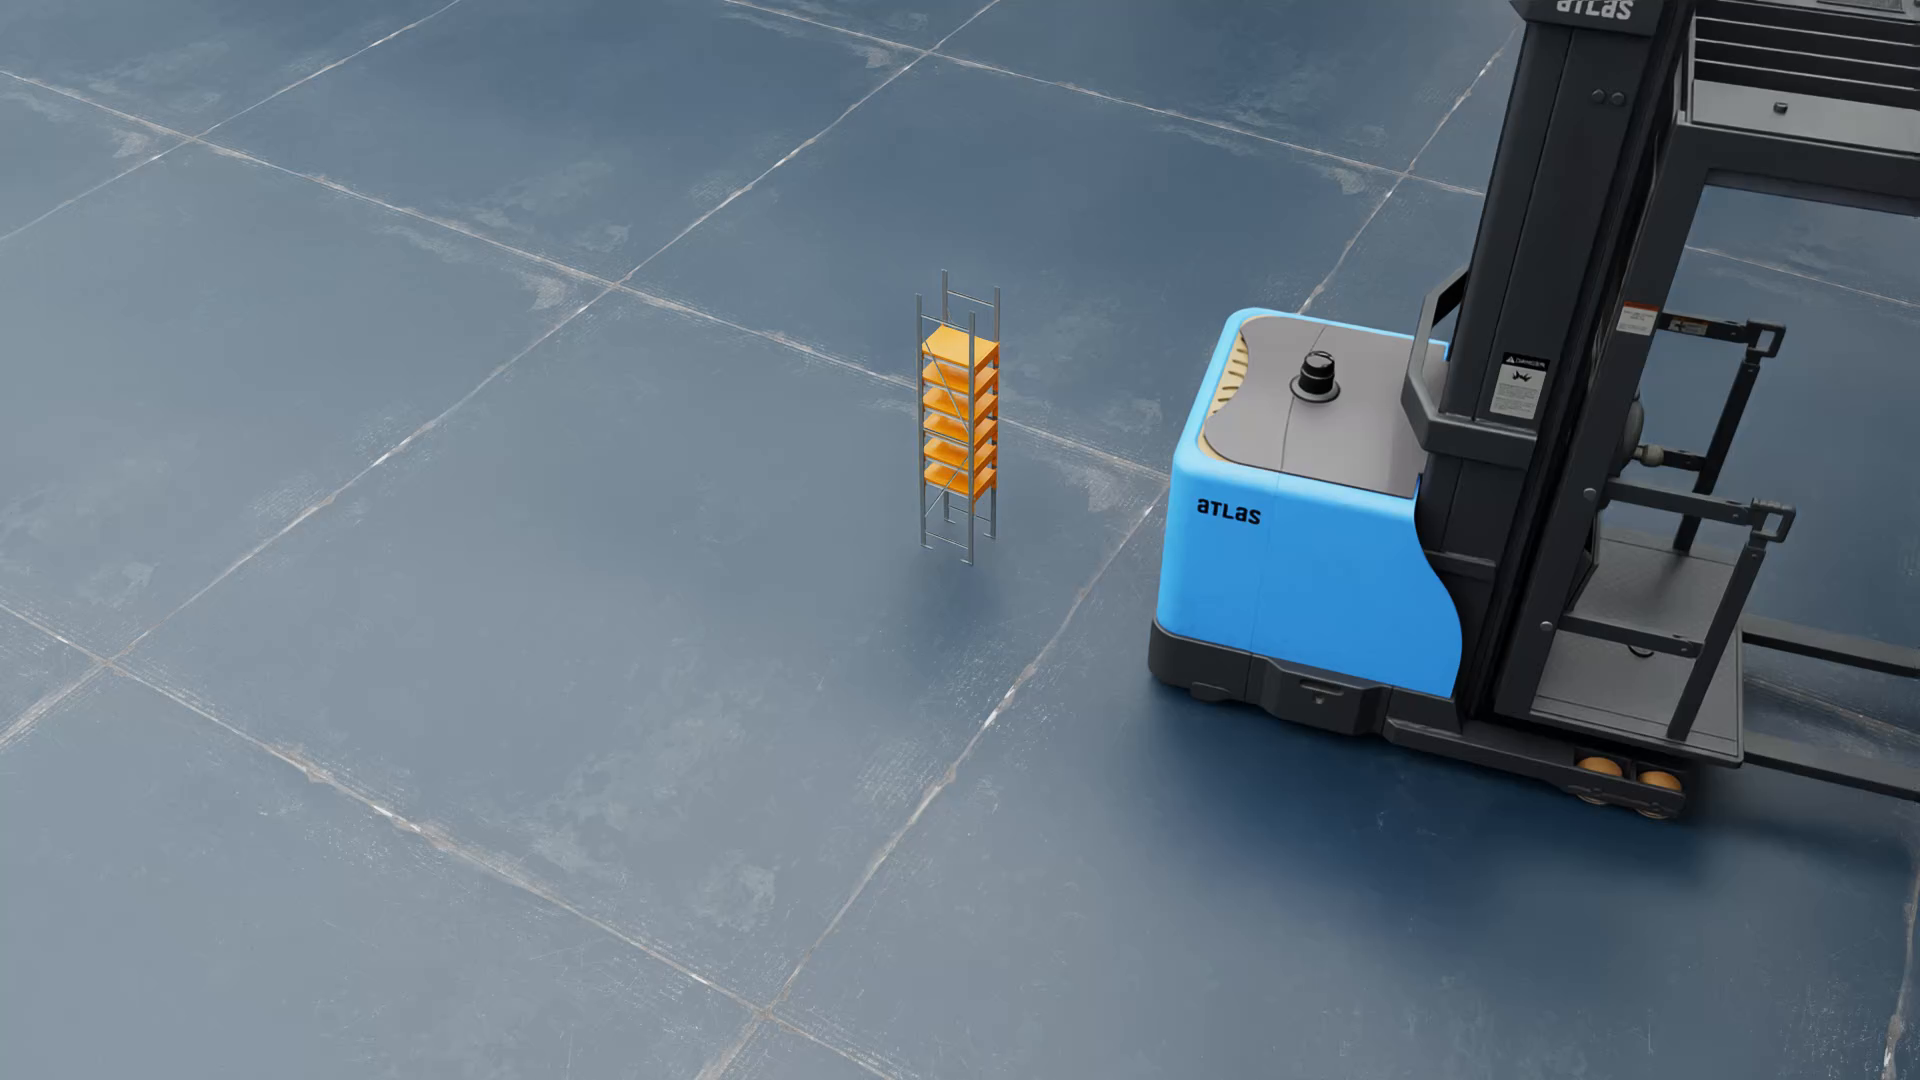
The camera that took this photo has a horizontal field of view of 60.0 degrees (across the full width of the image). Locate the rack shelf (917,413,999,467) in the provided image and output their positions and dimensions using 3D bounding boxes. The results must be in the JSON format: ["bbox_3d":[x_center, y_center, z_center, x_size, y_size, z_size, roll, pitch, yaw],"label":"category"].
[{"bbox_3d":[-0.007,-0.409,6.373,0.258,0.103,0.180,21,45,22],"label":"rack shelf"}]

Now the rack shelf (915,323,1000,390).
[{"bbox_3d":[-0.007,-0.679,6.136,0.258,0.103,0.180,21,45,22],"label":"rack shelf"}]

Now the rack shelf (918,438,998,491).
[{"bbox_3d":[-0.007,-0.319,6.453,0.258,0.103,0.180,21,45,22],"label":"rack shelf"}]

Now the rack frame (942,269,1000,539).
[{"bbox_3d":[0.039,-0.494,6.404,0.240,1.200,0.006,21,45,22],"label":"rack frame"}]

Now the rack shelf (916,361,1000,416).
[{"bbox_3d":[-0.007,-0.589,6.215,0.258,0.103,0.180,21,45,22],"label":"rack shelf"}]

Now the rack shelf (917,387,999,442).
[{"bbox_3d":[-0.007,-0.499,6.294,0.258,0.103,0.180,21,45,22],"label":"rack shelf"}]

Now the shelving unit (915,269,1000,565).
[{"bbox_3d":[-0.007,-0.442,6.344,0.258,1.200,0.189,21,45,22],"label":"shelving unit"}]

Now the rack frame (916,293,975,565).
[{"bbox_3d":[-0.053,-0.390,6.285,0.240,1.200,0.006,21,45,22],"label":"rack frame"}]

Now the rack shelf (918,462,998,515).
[{"bbox_3d":[-0.007,-0.229,6.532,0.258,0.103,0.180,21,45,22],"label":"rack shelf"}]

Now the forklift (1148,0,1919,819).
[{"bbox_3d":[2.265,-0.548,5.155,3.031,2.935,1.130,13,43,14],"label":"forklift"}]
